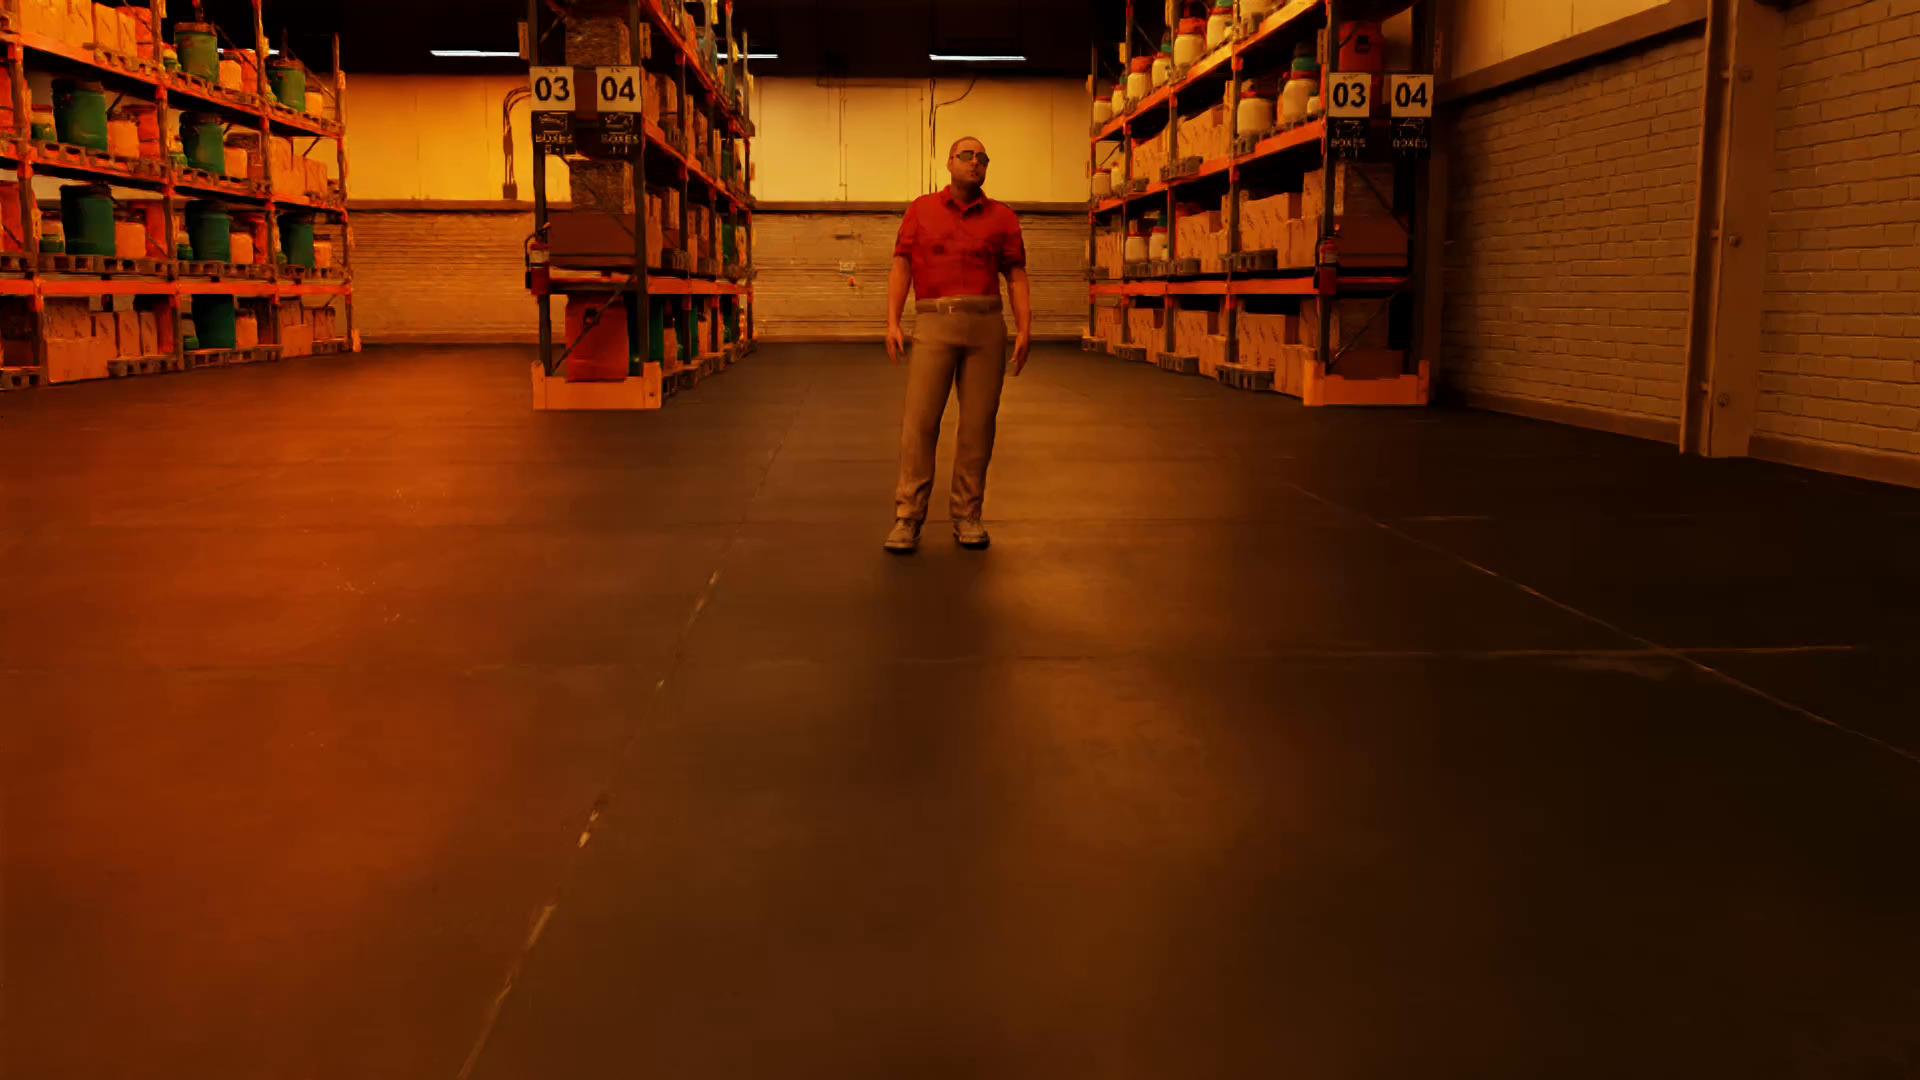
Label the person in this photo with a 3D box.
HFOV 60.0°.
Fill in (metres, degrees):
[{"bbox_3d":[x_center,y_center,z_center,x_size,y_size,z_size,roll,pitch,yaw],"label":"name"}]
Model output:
[{"bbox_3d":[-0.006,-0.849,7.092,0.640,1.727,0.550,-1,8,-4],"label":"person"}]
